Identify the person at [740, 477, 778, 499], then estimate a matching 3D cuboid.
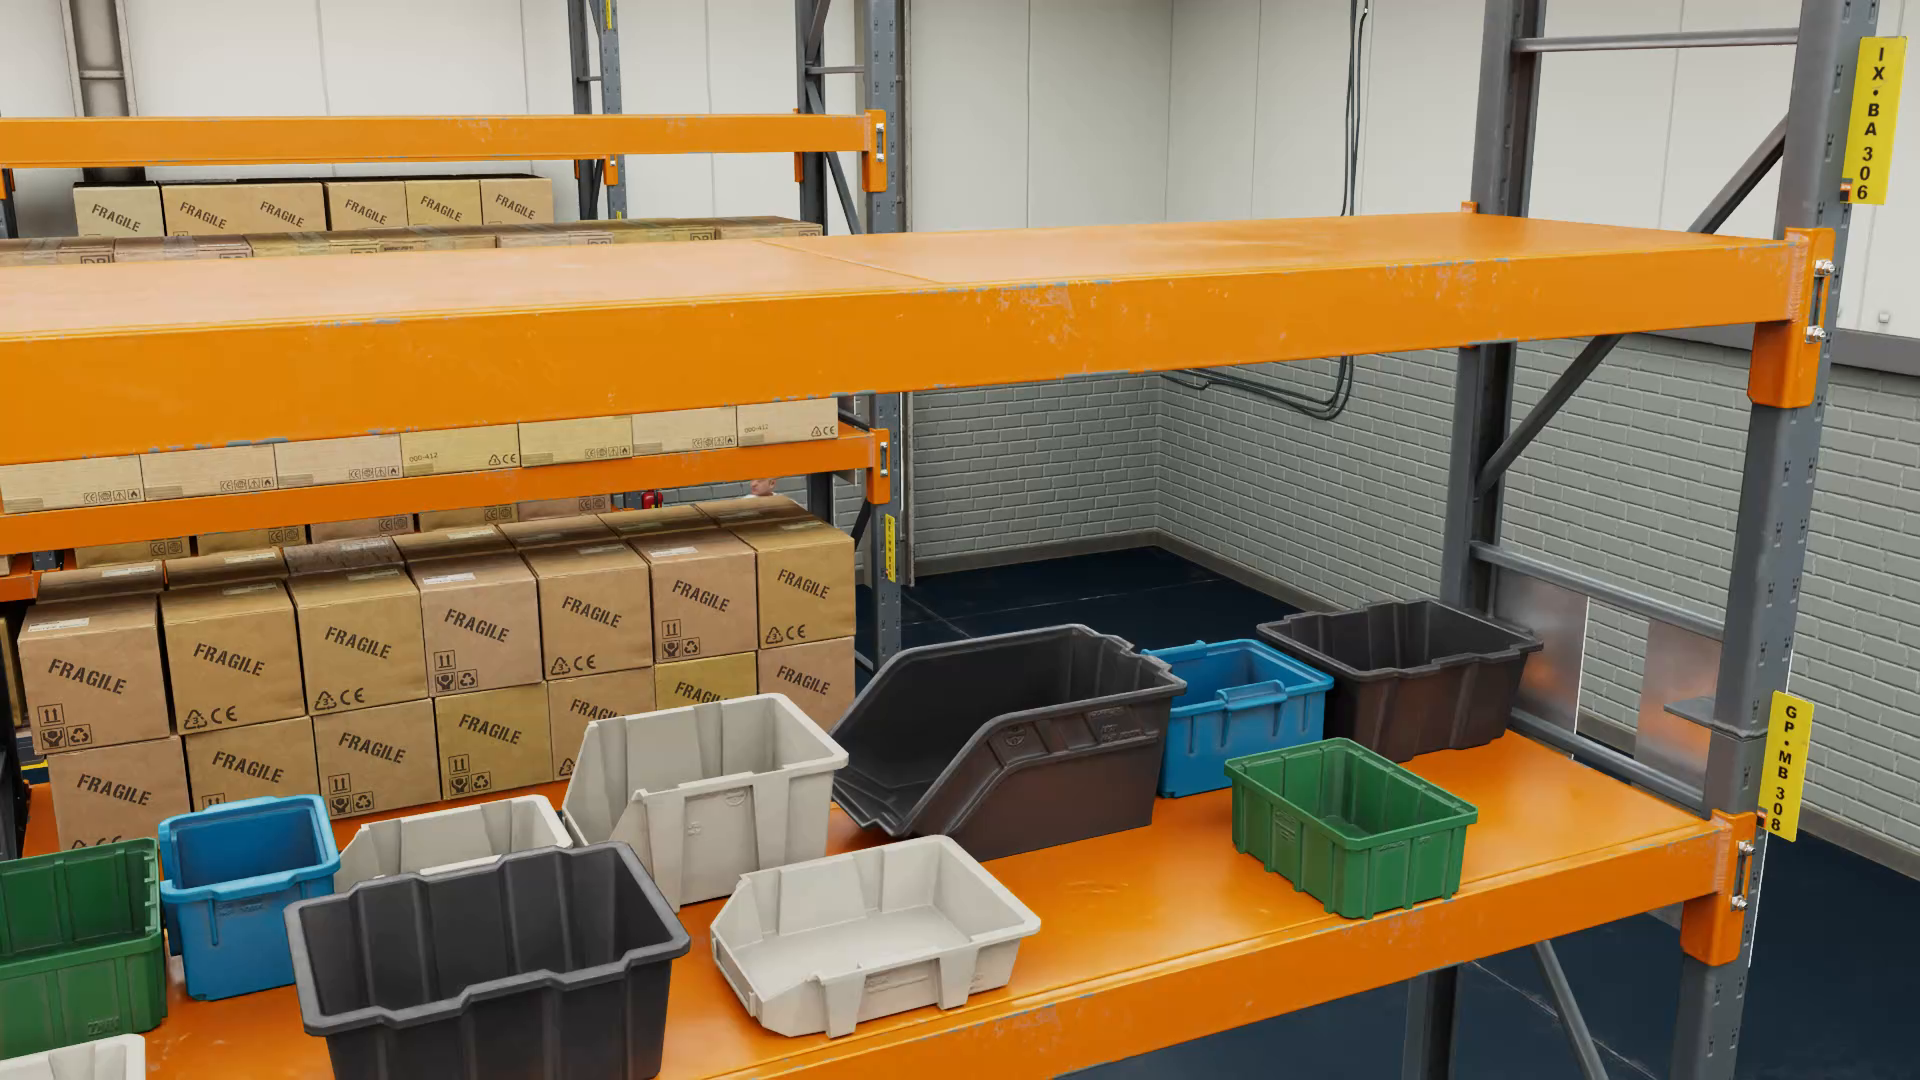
[{"bbox_3d":[-1.440,0.277,12.440,0.580,1.756,0.765,7,17,25],"label":"person"}]
